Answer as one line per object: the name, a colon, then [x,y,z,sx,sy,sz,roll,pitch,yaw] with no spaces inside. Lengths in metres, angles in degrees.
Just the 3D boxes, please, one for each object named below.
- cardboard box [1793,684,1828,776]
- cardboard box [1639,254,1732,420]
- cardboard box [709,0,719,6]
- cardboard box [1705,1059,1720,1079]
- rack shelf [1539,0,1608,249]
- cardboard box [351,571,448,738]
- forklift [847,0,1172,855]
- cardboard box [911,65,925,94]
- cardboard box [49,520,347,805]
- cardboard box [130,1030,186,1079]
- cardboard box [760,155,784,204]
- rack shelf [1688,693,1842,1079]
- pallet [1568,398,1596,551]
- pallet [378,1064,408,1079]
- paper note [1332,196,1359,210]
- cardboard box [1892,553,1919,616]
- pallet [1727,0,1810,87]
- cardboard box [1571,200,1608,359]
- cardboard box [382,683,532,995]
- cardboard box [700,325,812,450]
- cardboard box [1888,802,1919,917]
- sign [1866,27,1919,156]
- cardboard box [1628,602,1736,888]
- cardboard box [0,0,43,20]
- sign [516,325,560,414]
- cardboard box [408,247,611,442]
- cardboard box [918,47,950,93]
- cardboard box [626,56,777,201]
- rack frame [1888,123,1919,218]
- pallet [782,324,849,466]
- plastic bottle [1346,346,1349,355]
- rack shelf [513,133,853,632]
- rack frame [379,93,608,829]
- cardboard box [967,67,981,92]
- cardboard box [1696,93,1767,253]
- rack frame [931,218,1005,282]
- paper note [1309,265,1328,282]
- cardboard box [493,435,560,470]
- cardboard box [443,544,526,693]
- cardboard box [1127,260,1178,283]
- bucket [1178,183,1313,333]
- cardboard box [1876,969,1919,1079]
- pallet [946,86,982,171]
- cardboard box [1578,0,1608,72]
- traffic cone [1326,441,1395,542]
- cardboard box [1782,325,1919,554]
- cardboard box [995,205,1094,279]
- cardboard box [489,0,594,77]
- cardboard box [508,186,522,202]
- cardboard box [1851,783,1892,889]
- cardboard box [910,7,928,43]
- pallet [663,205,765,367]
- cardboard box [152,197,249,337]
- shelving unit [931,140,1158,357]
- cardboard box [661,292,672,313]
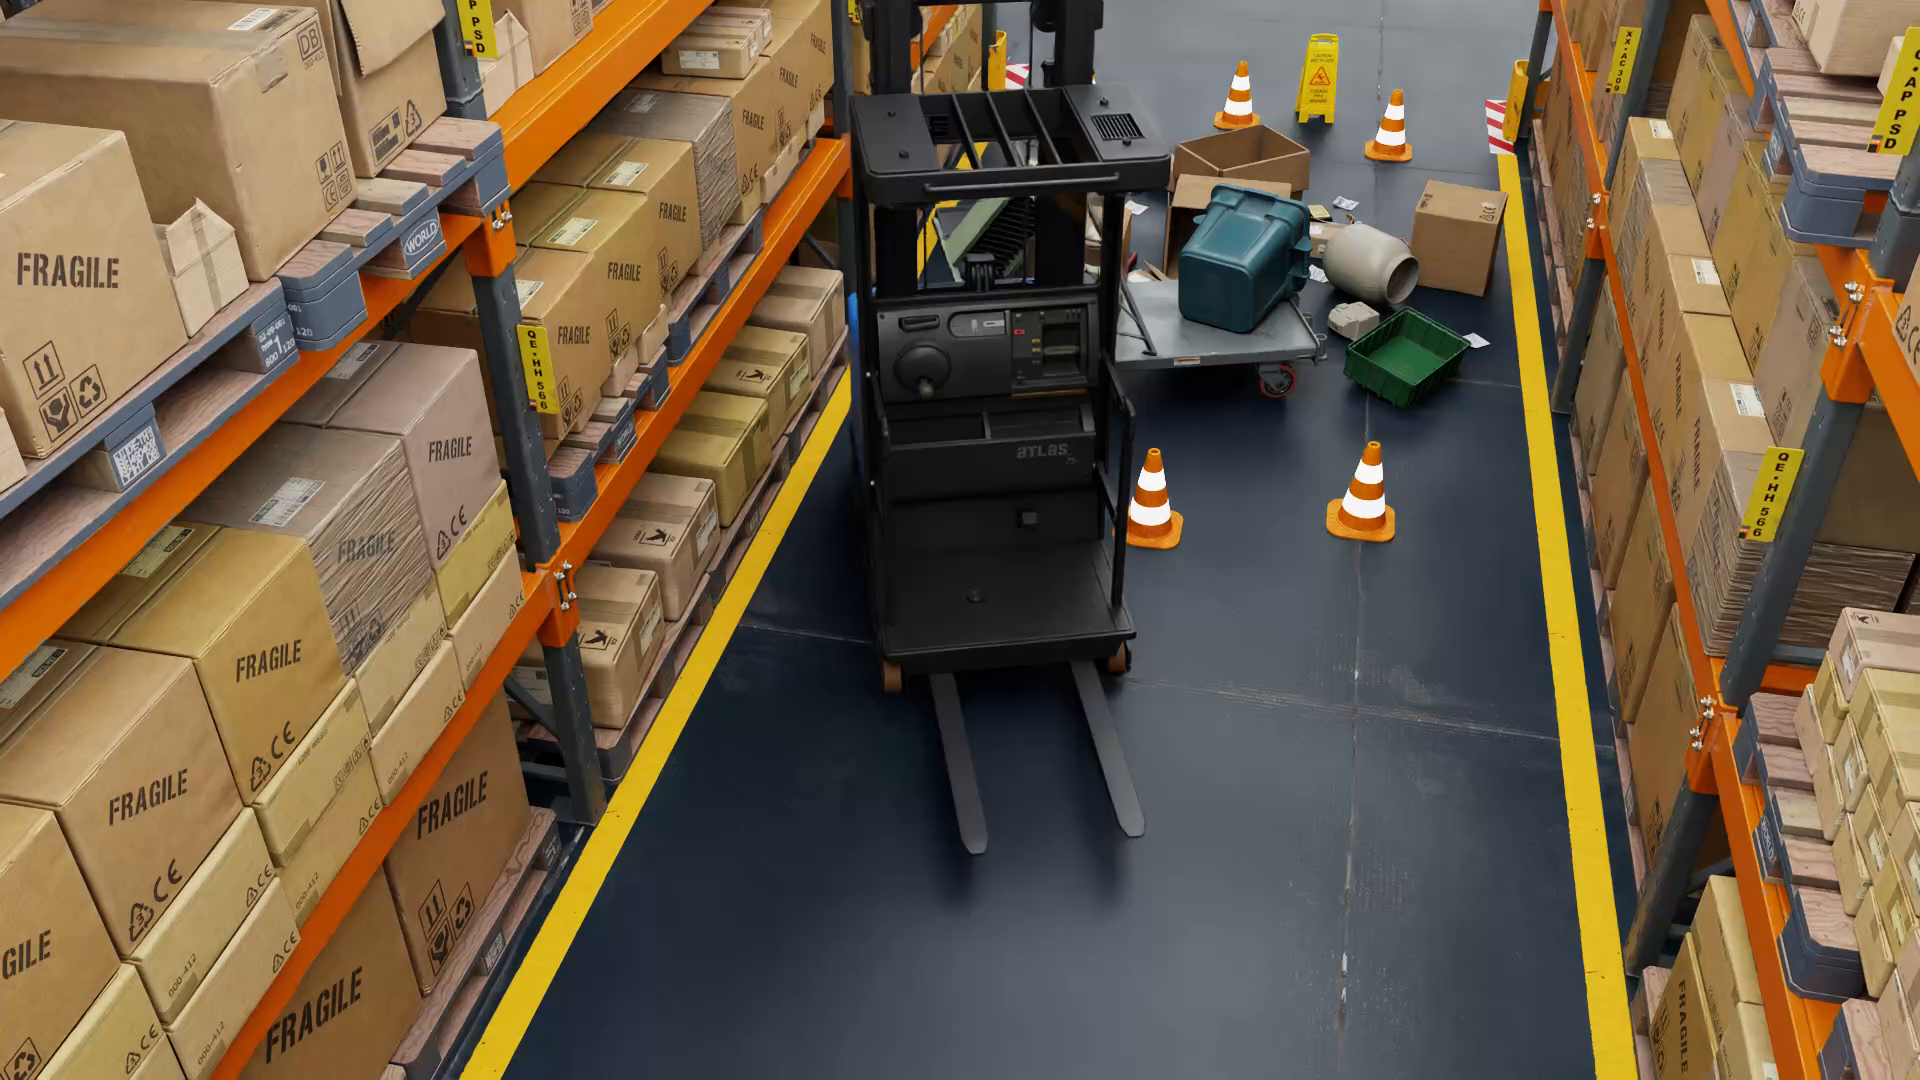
cardboard box: [2.632,0.568,4.767,0.380,0.149,0.250,7,36,9]
cardboard box: [3.079,-0.794,6.705,0.500,0.500,0.500,8,37,11]
cardboard box: [-1.458,-2.549,8.514,0.500,0.500,0.500,8,37,11]
cardboard box: [2.421,1.909,4.832,0.500,0.500,0.500,8,37,11]
rack shelf: [4.207,-2.744,10.093,1.077,0.370,4.000,7,37,10]
cardboard box: [-1.893,0.305,4.976,0.500,0.250,0.500,6,36,9]
forklift: [0.153,-0.734,6.765,1.130,2.935,3.031,-5,36,-7]
cardboard box: [-0.440,-2.892,10.478,0.380,0.149,0.250,9,37,13]
cardboard box: [-2.001,0.305,4.336,0.500,0.500,0.500,7,37,10]
cardboard box: [-2.201,1.388,3.906,0.500,0.250,0.500,7,37,10]
cardboard box: [-1.062,-1.742,7.954,0.380,0.149,0.250,8,37,10]
rack shelf: [2.498,1.843,3.764,1.077,0.370,4.000,7,37,10]
pallet: [3.688,-0.307,8.494,1.003,0.211,1.213,7,37,10]
pallet: [-2.437,2.111,5.157,1.003,0.211,1.213,7,37,10]
paper note: [2.649,-2.316,11.422,0.144,0.017,0.142,20,41,26]
cardboard box: [3.285,0.141,5.414,0.500,0.500,0.500,8,37,10]
pallet: [3.247,-1.751,5.714,1.003,0.211,1.213,9,37,12]
cardboard box: [3.982,-1.550,9.285,0.875,0.875,0.875,8,37,11]
cardboard box: [-2.161,0.918,5.880,0.875,0.875,0.875,7,37,10]
cardboard box: [-1.338,-0.843,8.739,0.950,0.372,0.625,10,37,13]
cardboard box: [2.469,0.783,3.964,0.380,0.149,0.250,6,36,8]
sign: [2.385,-1.125,4.183,0.100,0.325,0.005,7,37,10]
cardboard box: [3.143,0.808,6.138,1.050,0.750,0.750,7,36,9]
cardboard box: [-5.578,-3.333,10.208,0.500,0.500,0.500,6,36,9]
sign: [-1.389,-0.559,5.478,0.100,0.325,0.005,7,37,10]
cardboard box: [-1.610,-0.718,5.988,0.500,0.500,0.500,6,36,9]
cardboard box: [-0.363,-3.024,11.213,0.500,0.500,0.500,6,36,9]
cardboard box: [-1.173,-1.909,7.631,0.500,0.500,0.500,9,37,12]
rack frame: [2.925,-2.024,3.375,1.000,3.000,0.127,7,37,10]
pallet: [-1.243,-0.875,9.278,1.003,0.211,1.213,7,37,10]
plastic bottle: [2.364,-1.046,9.641,0.133,0.061,0.283,-11,37,-14]
rack shelf: [-1.505,-1.013,7.705,1.077,0.370,4.000,7,37,10]
rack frame: [-1.932,-0.158,5.912,1.000,3.000,0.127,7,37,10]
cardboard box: [-0.138,-3.290,12.218,0.500,0.250,0.500,7,37,10]
cardboard box: [3.463,-1.463,6.776,0.700,0.500,0.500,8,37,10]
rack frame: [0.214,-1.138,8.938,0.400,0.023,1.500,6,52,-36]
paper note: [2.282,-1.691,10.564,0.172,0.023,0.155,20,41,26]
cardboard box: [-1.681,-0.389,6.087,0.380,0.149,0.250,5,36,7]
cardboard box: [-1.787,0.226,5.511,0.500,0.250,0.500,6,36,8]
cardboard box: [1.193,-1.542,10.151,0.258,0.266,0.396,-17,39,-22]
bucket: [1.556,-1.545,9.320,0.726,0.611,0.620,20,51,26]
cardboard box: [2.407,1.184,3.916,0.380,0.149,0.250,8,37,11]
pallet: [-0.448,-3.110,12.361,1.003,0.211,1.213,7,37,10]
cardboard box: [4.188,-3.091,9.832,0.875,0.550,0.500,7,37,10]
traffic cone: [2.018,-0.282,8.244,0.336,0.463,0.334,7,37,10]
cardboard box: [3.031,-0.297,5.166,0.700,0.500,0.500,7,37,10]
cardboard box: [0.480,-1.884,10.421,0.500,0.500,0.500,-24,42,-30]
cardboard box: [-1.720,-1.955,5.750,0.700,0.500,0.500,7,37,10]
cardboard box: [-2.007,-1.082,6.490,0.500,0.500,0.500,7,36,9]
cardboard box: [2.516,0.777,4.224,0.380,0.149,0.250,6,36,9]
cardboard box: [-0.415,-3.222,10.353,0.380,0.149,0.250,7,37,10]
pallet: [-1.549,-1.220,7.541,1.003,0.211,1.213,7,37,10]
cardboard box: [-1.884,-0.654,3.798,0.396,0.266,0.258,6,36,9]
shelving unit: [0.408,-1.343,8.705,0.431,0.755,1.500,6,52,-36]
cardboard box: [-1.430,-1.001,6.931,0.380,0.149,0.250,9,37,13]
